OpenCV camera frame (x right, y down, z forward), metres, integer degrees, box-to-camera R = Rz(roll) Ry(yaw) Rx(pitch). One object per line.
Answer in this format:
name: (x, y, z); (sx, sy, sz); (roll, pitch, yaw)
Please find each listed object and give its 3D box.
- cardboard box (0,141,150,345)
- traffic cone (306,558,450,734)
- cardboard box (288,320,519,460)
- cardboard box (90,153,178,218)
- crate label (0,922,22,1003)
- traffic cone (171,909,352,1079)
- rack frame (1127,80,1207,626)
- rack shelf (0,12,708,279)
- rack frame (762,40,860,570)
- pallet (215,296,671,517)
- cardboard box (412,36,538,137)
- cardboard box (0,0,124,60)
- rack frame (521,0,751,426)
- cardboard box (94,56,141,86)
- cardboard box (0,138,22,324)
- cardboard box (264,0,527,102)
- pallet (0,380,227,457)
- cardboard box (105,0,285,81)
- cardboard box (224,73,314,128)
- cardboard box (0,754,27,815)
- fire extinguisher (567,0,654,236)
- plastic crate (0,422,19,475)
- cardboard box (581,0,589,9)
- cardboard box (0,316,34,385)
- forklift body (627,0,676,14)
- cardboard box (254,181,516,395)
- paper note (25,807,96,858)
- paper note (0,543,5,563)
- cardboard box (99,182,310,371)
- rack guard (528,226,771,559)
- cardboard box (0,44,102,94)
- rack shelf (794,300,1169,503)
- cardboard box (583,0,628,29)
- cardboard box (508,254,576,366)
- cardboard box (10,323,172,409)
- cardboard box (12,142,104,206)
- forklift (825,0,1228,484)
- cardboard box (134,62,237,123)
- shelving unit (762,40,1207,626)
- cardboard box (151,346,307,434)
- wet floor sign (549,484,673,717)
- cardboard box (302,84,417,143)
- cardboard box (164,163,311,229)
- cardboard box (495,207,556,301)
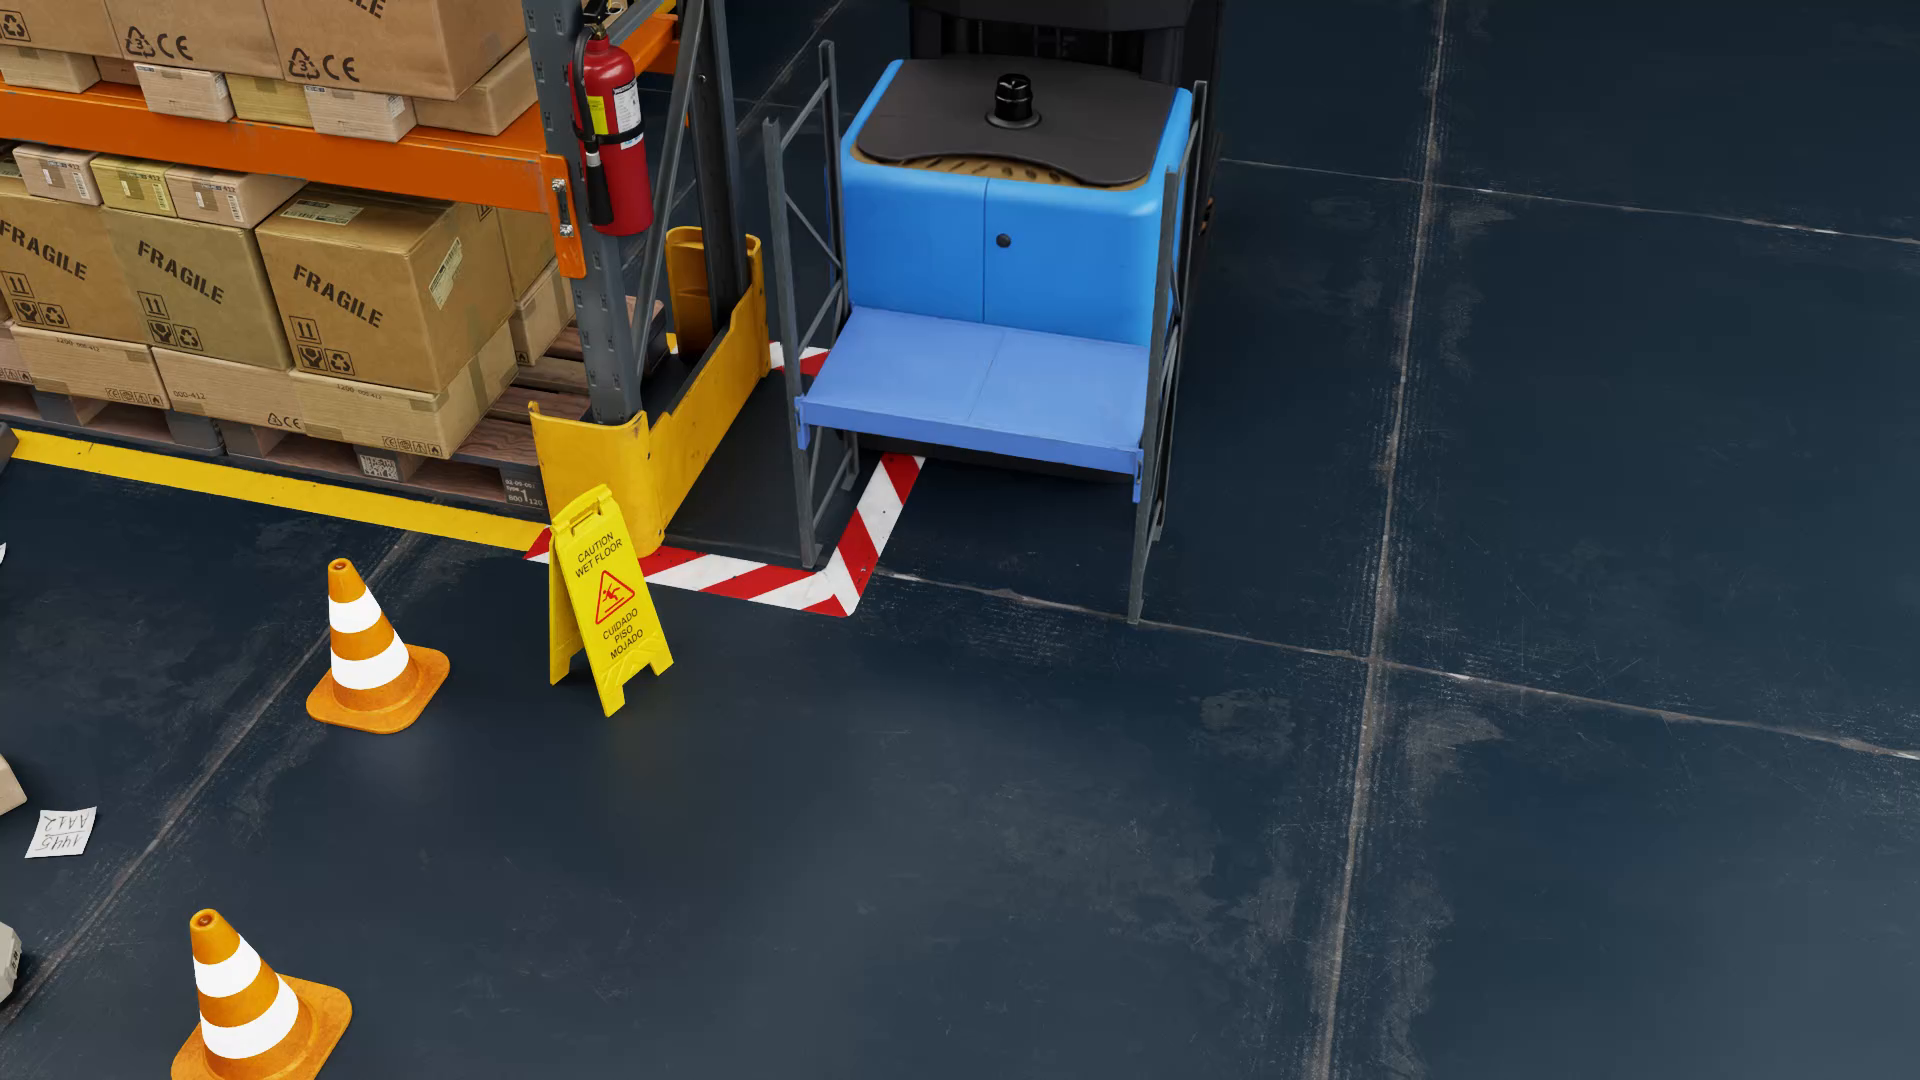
cardboard box: (-2.741, -0.999, 5.335); (0.500, 0.500, 0.500); (9, 41, 10)
traffic cone: (-1.658, 0.242, 4.602); (0.334, 0.463, 0.336); (10, 41, 11)
cardboard box: (-1.783, -0.539, 5.370); (0.500, 0.250, 0.500); (10, 41, 11)
cardboard box: (-2.365, -1.137, 4.996); (0.250, 0.149, 0.380); (10, 41, 12)
crate label: (-2.392, 1.021, 3.928); (0.298, 0.136, 0.250); (-10, 41, -11)
traffic cone: (-1.617, 0.988, 3.714); (0.334, 0.463, 0.336); (10, 41, 11)
rack frame: (0.570, -0.470, 4.634); (0.032, 1.500, 0.500); (9, 42, 11)
rack shelf: (-2.841, -1.516, 5.283); (4.000, 0.370, 1.077); (10, 41, 11)
rack frame: (-0.414, -0.634, 4.829); (0.032, 1.500, 0.500); (9, 42, 11)
pallet: (-1.758, -0.561, 5.754); (1.213, 0.211, 1.003); (10, 41, 11)
cardboard box: (-1.326, -1.292, 4.652); (0.250, 0.149, 0.380); (11, 41, 13)
cardboard box: (-2.470, -1.702, 4.635); (0.500, 0.500, 0.500); (10, 41, 11)
rack frame: (-0.909, -1.459, 4.655); (0.127, 3.000, 1.000); (10, 41, 11)
cardboard box: (-2.309, -1.476, 4.870); (0.250, 0.149, 0.380); (10, 41, 12)
cardboard box: (-3.253, -1.085, 5.438); (0.500, 0.500, 0.500); (12, 41, 14)
cardboard box: (-1.505, -1.531, 4.431); (0.500, 0.500, 0.500); (9, 41, 11)
pallet: (-2.933, -0.765, 5.997); (1.213, 0.211, 1.003); (10, 41, 11)
cardboard box: (-1.987, -1.617, 4.534); (0.500, 0.500, 0.500); (10, 41, 12)
cardboard box: (-1.841, -1.322, 4.687); (0.250, 0.149, 0.380); (9, 41, 11)
cardboard box: (-2.697, 0.669, 4.337); (0.250, 0.149, 0.380); (33, 50, 33)
fire extinguisher: (-0.918, -1.124, 4.317); (0.183, 0.674, 0.296); (10, 41, 11)
plastic crate: (-3.469, -0.236, 5.469); (0.583, 0.080, 0.402); (-3, 40, -4)
cardboard box: (-1.295, -1.863, 4.826); (0.500, 0.500, 0.500); (9, 41, 11)
cardboard box: (-3.241, -0.798, 5.679); (0.500, 0.250, 0.500); (9, 41, 11)
forklift body: (-1.933, -3.401, 7.627); (1.214, 2.155, 2.313); (10, 41, 11)
cardboard box: (-1.751, -0.826, 5.129); (0.500, 0.500, 0.500); (10, 41, 12)
paper note: (-2.337, 0.757, 4.325); (0.142, 0.019, 0.148); (-3, 40, -4)
paper note: (-3.048, 0.065, 5.149); (0.148, 0.019, 0.142); (-3, 40, -4)
cardboard box: (-2.256, -0.910, 5.230); (0.500, 0.500, 0.500); (11, 41, 13)
rack guard: (-0.983, -0.515, 5.474); (0.348, 0.500, 1.175); (10, 41, 11)
cardboard box: (-2.580, -1.462, 4.853); (0.250, 0.149, 0.380); (9, 41, 11)
rack shelf: (0.079, -0.417, 4.851); (1.000, 0.185, 0.538); (9, 42, 11)
cardboard box: (-1.184, -1.548, 4.957); (0.250, 0.149, 0.380); (10, 41, 12)
cardboard box: (-1.617, -0.873, 5.769); (0.500, 0.250, 0.500); (9, 41, 11)
cardboard box: (-2.765, -0.709, 5.573); (0.500, 0.250, 0.500); (8, 41, 10)
cardboard box: (-2.619, -1.182, 5.049); (0.250, 0.149, 0.380); (11, 41, 13)
forklift: (0.419, -2.258, 5.660); (1.130, 2.935, 3.031); (9, 41, 10)
cardboard box: (-2.098, -1.346, 4.715); (0.250, 0.149, 0.380); (10, 41, 12)
shelving unit: (0.078, -0.552, 4.732); (1.048, 1.500, 0.538); (9, 42, 11)
cardboard box: (-2.258, -0.626, 5.474); (0.500, 0.250, 0.500); (10, 41, 12)
wet floor sign: (-1.002, 0.138, 4.583); (0.232, 0.644, 0.267); (24, 46, 26)
cardboard box: (-1.599, -1.266, 4.620); (0.250, 0.149, 0.380); (9, 41, 11)
cardboard box: (-2.123, -1.093, 4.943); (0.250, 0.149, 0.380); (11, 41, 13)
cardboard box: (-1.640, -1.164, 5.532); (0.500, 0.500, 0.500); (8, 41, 10)
